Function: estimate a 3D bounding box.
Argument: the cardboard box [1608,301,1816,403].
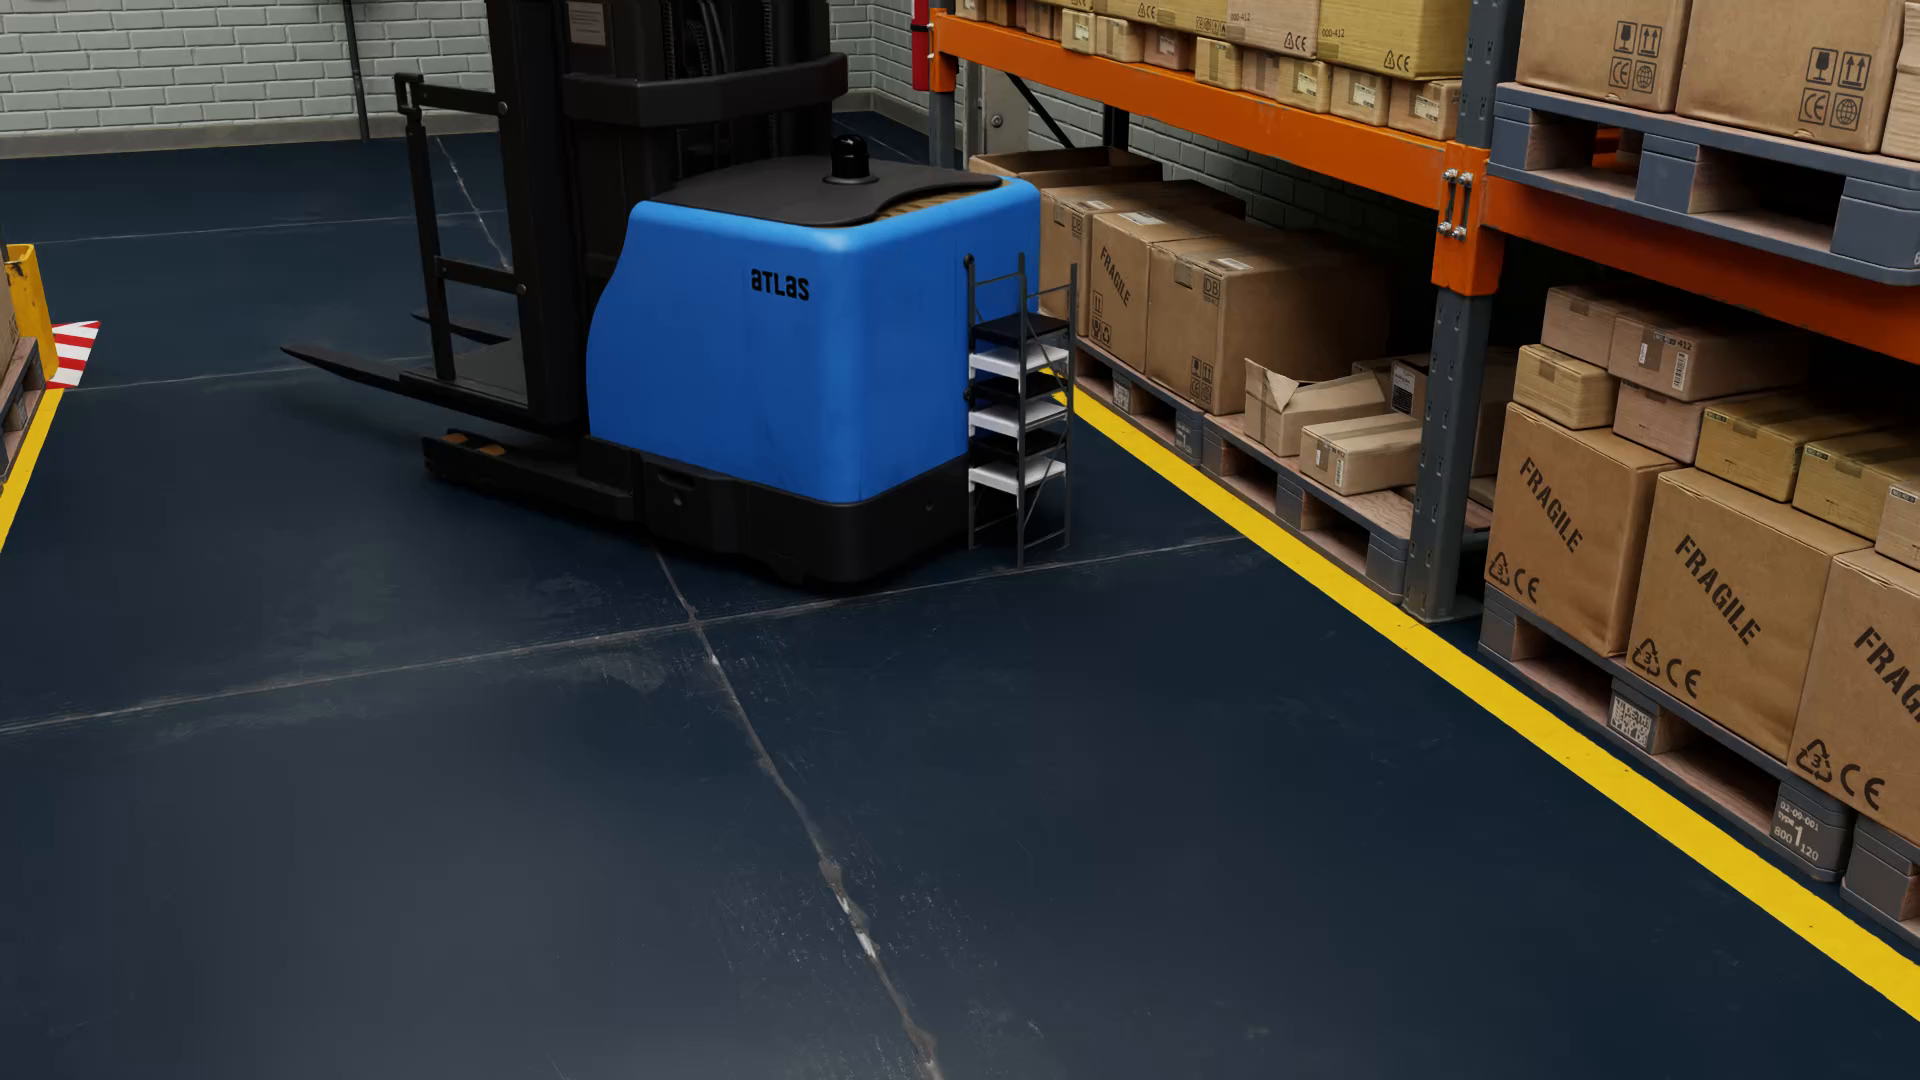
[{"bbox_3d":[1.769,-0.451,3.916,0.380,0.149,0.250,-10,25,-22],"label":"cardboard box"}]

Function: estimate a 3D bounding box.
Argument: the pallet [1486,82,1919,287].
[{"bbox_3d":[1.934,-0.834,3.613,1.003,0.211,1.213,-8,24,-19],"label":"pallet"}]

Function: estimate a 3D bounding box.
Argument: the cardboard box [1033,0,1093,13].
[{"bbox_3d":[0.610,-2.180,6.371,0.500,0.250,0.500,-9,24,-20],"label":"cardboard box"}]

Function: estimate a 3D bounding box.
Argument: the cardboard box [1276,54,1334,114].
[{"bbox_3d":[1.179,-1.376,4.975,0.380,0.149,0.250,-8,24,-18],"label":"cardboard box"}]

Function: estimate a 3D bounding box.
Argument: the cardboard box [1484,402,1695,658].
[{"bbox_3d":[1.715,-0.063,4.214,0.500,0.500,0.500,-7,24,-17],"label":"cardboard box"}]

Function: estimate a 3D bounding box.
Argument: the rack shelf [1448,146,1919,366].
[{"bbox_3d":[2.461,-0.169,2.716,1.077,0.370,4.000,-8,24,-19],"label":"rack shelf"}]

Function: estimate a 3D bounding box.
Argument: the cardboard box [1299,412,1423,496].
[{"bbox_3d":[1.283,-0.270,5.157,0.380,0.149,0.250,-9,25,-21],"label":"cardboard box"}]

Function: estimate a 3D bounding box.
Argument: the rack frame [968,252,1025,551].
[{"bbox_3d":[0.109,-0.415,5.076,0.006,0.900,0.240,20,30,39],"label":"rack frame"}]

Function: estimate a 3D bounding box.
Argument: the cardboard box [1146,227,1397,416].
[{"bbox_3d":[1.101,-0.794,5.950,0.700,0.500,0.500,-9,25,-21],"label":"cardboard box"}]

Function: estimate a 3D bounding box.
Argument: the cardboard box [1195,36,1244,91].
[{"bbox_3d":[0.995,-1.564,5.421,0.380,0.149,0.250,-9,24,-20],"label":"cardboard box"}]

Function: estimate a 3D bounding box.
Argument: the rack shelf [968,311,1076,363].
[{"bbox_3d":[0.183,-0.606,4.920,0.200,0.077,0.258,20,30,39],"label":"rack shelf"}]

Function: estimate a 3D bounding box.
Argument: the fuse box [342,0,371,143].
[{"bbox_3d":[-4.298,-3.686,11.791,0.539,1.711,0.414,-8,24,-19],"label":"fuse box"}]

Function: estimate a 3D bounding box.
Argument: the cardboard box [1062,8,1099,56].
[{"bbox_3d":[0.609,-1.933,6.298,0.380,0.149,0.250,-9,24,-20],"label":"cardboard box"}]

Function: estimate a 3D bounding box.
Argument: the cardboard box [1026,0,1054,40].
[{"bbox_3d":[0.491,-2.131,6.768,0.380,0.149,0.250,-8,24,-17],"label":"cardboard box"}]

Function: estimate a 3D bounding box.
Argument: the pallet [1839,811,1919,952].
[{"bbox_3d":[2.512,0.792,3.100,1.003,0.211,1.213,-8,24,-19],"label":"pallet"}]

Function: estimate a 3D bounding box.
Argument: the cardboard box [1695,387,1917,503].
[{"bbox_3d":[1.904,-0.220,3.751,0.380,0.149,0.250,-10,25,-22],"label":"cardboard box"}]

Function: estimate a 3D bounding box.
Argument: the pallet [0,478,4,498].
[{"bbox_3d":[-3.518,0.009,4.957,1.003,0.211,1.213,-8,24,-19],"label":"pallet"}]

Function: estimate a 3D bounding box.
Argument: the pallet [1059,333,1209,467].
[{"bbox_3d":[1.078,-0.636,6.488,1.003,0.211,1.213,-8,24,-19],"label":"pallet"}]

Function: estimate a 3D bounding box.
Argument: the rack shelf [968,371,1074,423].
[{"bbox_3d":[0.183,-0.440,4.989,0.200,0.077,0.258,20,30,39],"label":"rack shelf"}]

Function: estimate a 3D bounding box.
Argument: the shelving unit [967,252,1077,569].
[{"bbox_3d":[0.183,-0.388,5.011,0.210,0.900,0.258,20,30,39],"label":"shelving unit"}]

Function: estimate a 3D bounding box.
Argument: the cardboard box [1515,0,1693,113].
[{"bbox_3d":[1.716,-1.261,3.710,0.700,0.500,0.500,-8,24,-18],"label":"cardboard box"}]

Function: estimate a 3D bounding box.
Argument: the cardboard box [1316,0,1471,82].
[{"bbox_3d":[1.346,-1.447,4.631,0.500,0.250,0.500,-8,24,-18],"label":"cardboard box"}]

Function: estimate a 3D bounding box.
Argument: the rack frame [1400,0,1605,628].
[{"bbox_3d":[1.754,-1.228,4.300,1.000,3.000,0.127,-8,24,-19],"label":"rack frame"}]

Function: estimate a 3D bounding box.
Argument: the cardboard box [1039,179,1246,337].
[{"bbox_3d":[0.734,-1.171,6.845,0.700,0.500,0.500,-7,24,-17],"label":"cardboard box"}]

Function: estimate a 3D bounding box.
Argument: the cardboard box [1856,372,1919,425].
[{"bbox_3d":[2.346,-0.292,3.923,0.380,0.149,0.250,-8,24,-18],"label":"cardboard box"}]

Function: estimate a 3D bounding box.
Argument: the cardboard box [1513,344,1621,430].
[{"bbox_3d":[1.632,-0.401,4.182,0.380,0.149,0.250,-7,24,-16],"label":"cardboard box"}]

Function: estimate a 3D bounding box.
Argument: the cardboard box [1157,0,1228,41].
[{"bbox_3d":[0.992,-1.810,5.493,0.500,0.250,0.500,-9,24,-19],"label":"cardboard box"}]

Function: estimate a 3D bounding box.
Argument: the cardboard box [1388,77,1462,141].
[{"bbox_3d":[1.405,-1.193,4.542,0.380,0.149,0.250,-8,24,-18],"label":"cardboard box"}]

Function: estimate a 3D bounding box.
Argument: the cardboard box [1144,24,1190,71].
[{"bbox_3d":[0.877,-1.756,5.878,0.380,0.149,0.250,-8,24,-19],"label":"cardboard box"}]

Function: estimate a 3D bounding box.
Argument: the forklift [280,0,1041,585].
[{"bbox_3d":[-1.226,-1.655,5.403,3.031,2.935,1.130,16,28,33],"label":"forklift"}]

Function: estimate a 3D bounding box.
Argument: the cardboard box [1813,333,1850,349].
[{"bbox_3d":[2.154,-0.474,4.355,0.380,0.149,0.250,-9,25,-21],"label":"cardboard box"}]

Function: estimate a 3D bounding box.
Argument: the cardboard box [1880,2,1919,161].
[{"bbox_3d":[1.886,-0.802,2.922,0.396,0.266,0.258,-7,24,-16],"label":"cardboard box"}]

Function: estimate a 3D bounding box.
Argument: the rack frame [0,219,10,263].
[{"bbox_3d":[-4.301,-1.999,6.130,1.000,3.000,0.127,-8,24,-19],"label":"rack frame"}]

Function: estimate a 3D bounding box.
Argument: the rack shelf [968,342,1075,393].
[{"bbox_3d":[0.183,-0.523,4.955,0.200,0.077,0.258,20,30,39],"label":"rack shelf"}]
